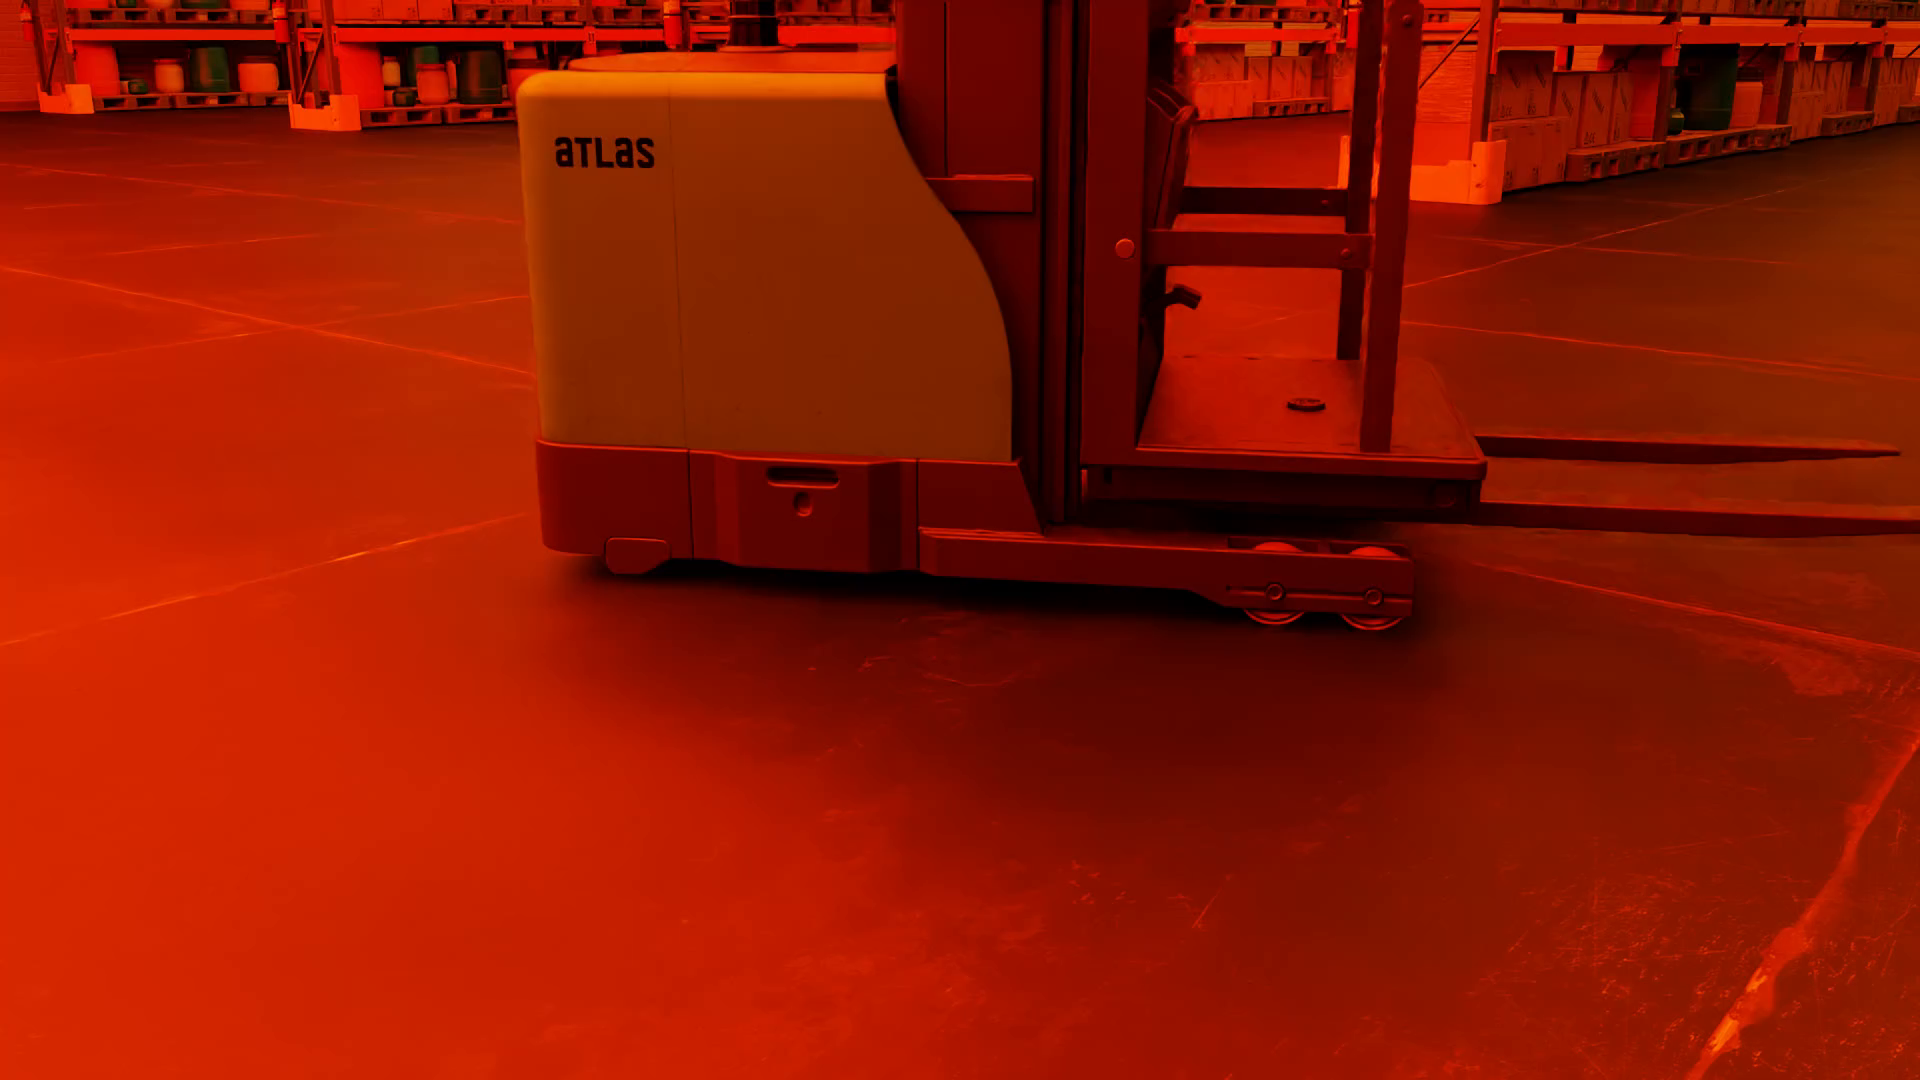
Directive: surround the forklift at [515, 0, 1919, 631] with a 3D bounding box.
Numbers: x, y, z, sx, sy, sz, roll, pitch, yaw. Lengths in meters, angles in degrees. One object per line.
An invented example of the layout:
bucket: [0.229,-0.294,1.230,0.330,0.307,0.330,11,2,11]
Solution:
forklift: [0.637,-1.386,3.463,3.031,2.935,1.130,3,17,9]
